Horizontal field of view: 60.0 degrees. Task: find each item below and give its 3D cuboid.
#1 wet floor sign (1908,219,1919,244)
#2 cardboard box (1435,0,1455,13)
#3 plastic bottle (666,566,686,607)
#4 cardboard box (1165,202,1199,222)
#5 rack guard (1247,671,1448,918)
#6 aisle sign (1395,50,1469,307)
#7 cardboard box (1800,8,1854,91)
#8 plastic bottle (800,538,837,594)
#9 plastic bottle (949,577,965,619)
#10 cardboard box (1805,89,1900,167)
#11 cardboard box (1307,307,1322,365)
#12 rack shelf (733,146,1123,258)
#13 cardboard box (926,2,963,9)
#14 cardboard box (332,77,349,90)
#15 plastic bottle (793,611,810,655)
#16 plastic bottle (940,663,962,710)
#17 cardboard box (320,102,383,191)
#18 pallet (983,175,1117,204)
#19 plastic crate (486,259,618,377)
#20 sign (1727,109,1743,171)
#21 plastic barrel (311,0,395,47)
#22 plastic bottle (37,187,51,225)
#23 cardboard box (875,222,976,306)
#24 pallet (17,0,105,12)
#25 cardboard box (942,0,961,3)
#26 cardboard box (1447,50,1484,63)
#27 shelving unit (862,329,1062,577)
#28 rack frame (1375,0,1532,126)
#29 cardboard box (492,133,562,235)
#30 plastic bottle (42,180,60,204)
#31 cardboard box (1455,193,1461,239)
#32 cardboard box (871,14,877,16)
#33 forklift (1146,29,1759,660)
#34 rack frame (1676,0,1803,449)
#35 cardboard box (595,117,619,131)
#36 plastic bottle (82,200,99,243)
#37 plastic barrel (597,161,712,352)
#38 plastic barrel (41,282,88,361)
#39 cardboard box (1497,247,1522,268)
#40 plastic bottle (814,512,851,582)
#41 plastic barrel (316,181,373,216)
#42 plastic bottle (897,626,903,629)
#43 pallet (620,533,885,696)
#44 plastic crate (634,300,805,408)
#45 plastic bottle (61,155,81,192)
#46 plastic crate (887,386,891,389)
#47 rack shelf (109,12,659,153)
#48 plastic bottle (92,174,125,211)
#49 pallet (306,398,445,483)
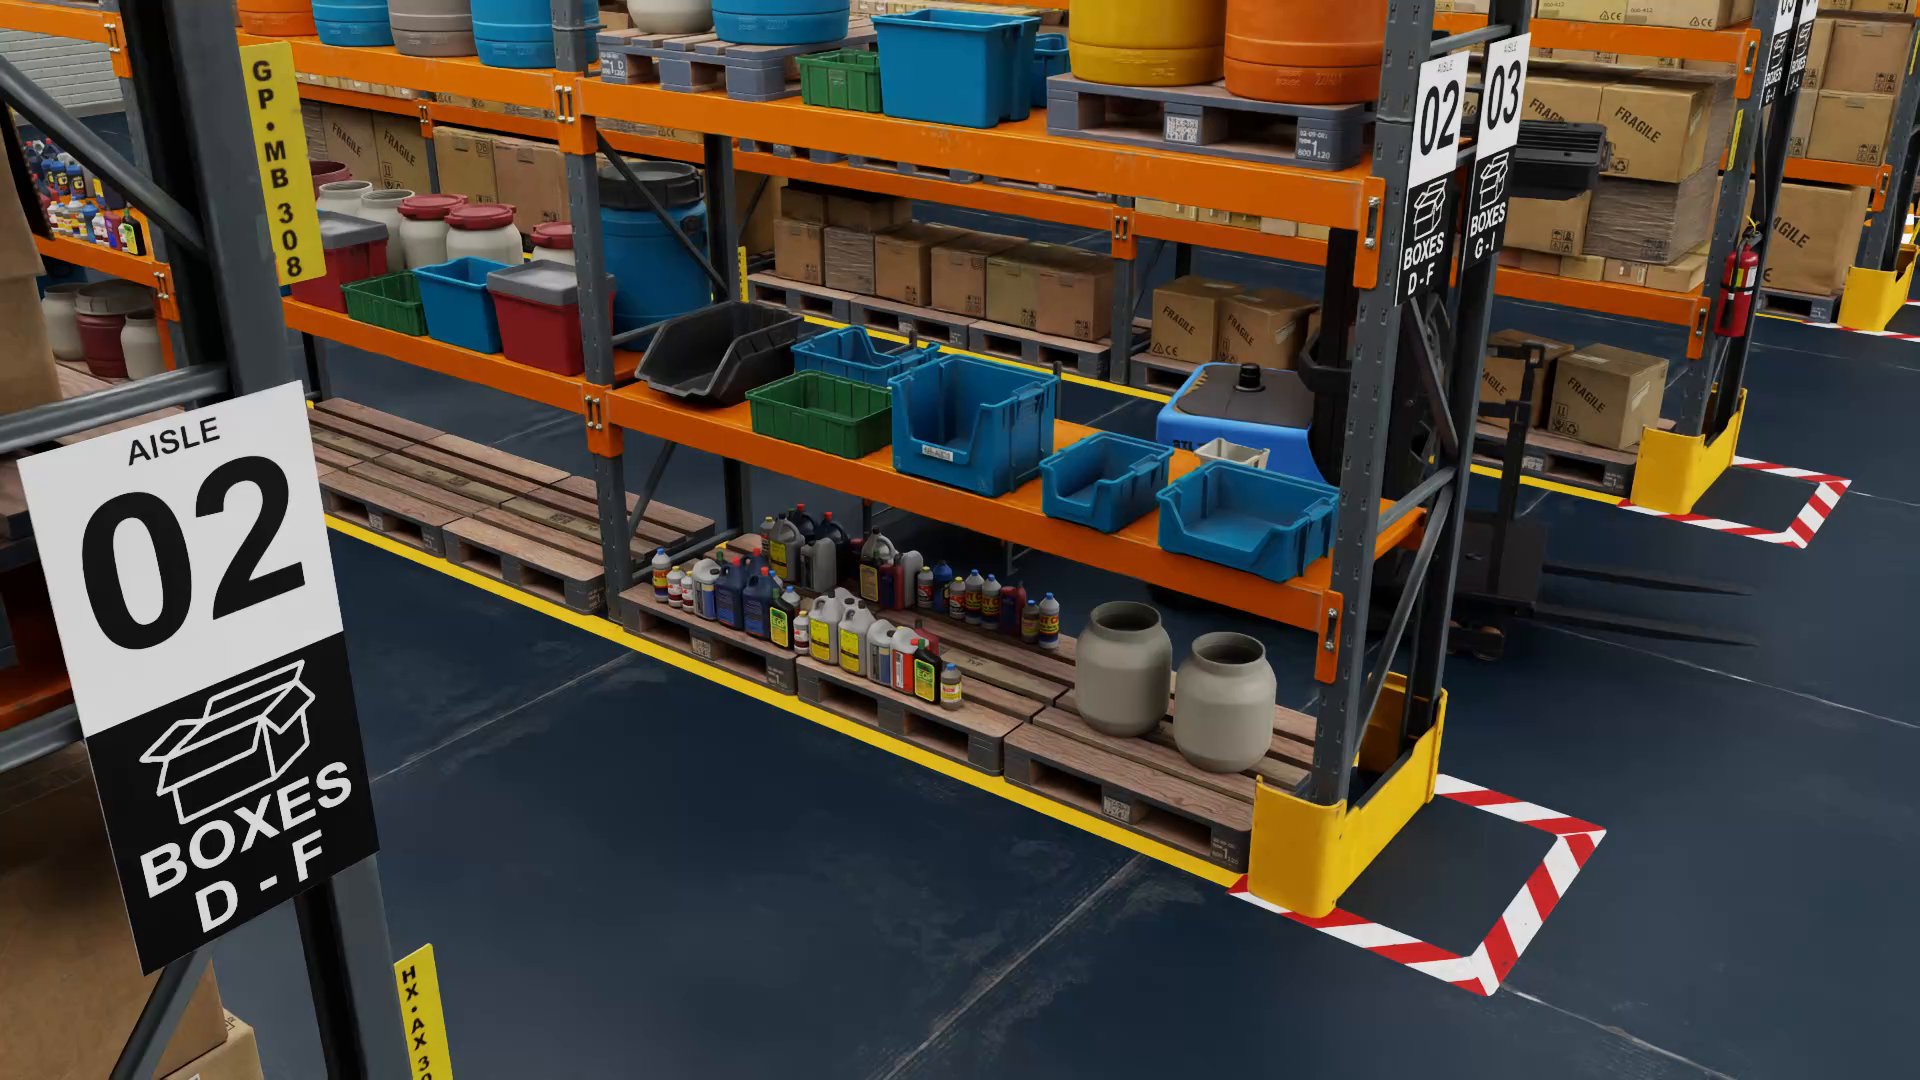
[{"bbox_3d":[8.928,-2.854,15.428,0.232,0.644,0.267,12,26,24],"label":"wet floor sign"},{"bbox_3d":[2.912,-3.429,10.278,0.500,0.250,0.500,16,29,32],"label":"cardboard box"},{"bbox_3d":[-1.436,0.229,8.435,0.097,0.201,0.097,0,24,0],"label":"plastic bottle"},{"bbox_3d":[1.645,-2.363,11.703,0.250,0.149,0.380,17,29,33],"label":"cardboard box"},{"bbox_3d":[1.603,1.015,6.827,0.348,0.500,1.175,17,29,33],"label":"rack guard"},{"bbox_3d":[1.571,-1.202,5.534,0.004,0.787,0.394,17,29,33],"label":"aisle sign"},{"bbox_3d":[6.949,-4.068,13.737,0.550,0.550,0.875,17,29,33],"label":"cardboard box"},{"bbox_3d":[-0.736,0.115,8.601,0.135,0.276,0.152,17,29,33],"label":"plastic bottle"},{"bbox_3d":[-0.006,0.283,8.312,0.097,0.201,0.097,0,24,0],"label":"plastic bottle"},{"bbox_3d":[7.394,-3.444,13.659,0.550,0.550,0.875,17,29,33],"label":"cardboard box"},{"bbox_3d":[2.764,-1.369,11.716,0.500,0.500,0.500,14,27,29],"label":"cardboard box"},{"bbox_3d":[-0.139,-2.846,13.381,4.000,0.370,1.077,17,29,33],"label":"rack shelf"},{"bbox_3d":[-0.166,-5.803,18.253,0.250,0.149,0.380,17,29,33],"label":"cardboard box"},{"bbox_3d":[-6.204,-4.728,17.071,0.250,0.149,0.380,17,29,34],"label":"cardboard box"},{"bbox_3d":[-0.749,0.437,7.963,0.097,0.201,0.097,0,24,0],"label":"plastic bottle"},{"bbox_3d":[-0.041,0.651,7.478,0.097,0.201,0.097,0,24,0],"label":"plastic bottle"},{"bbox_3d":[-6.141,-4.249,17.787,0.875,0.875,0.875,17,29,33],"label":"cardboard box"},{"bbox_3d":[0.937,-2.835,12.702,1.213,0.211,1.003,17,29,33],"label":"pallet"},{"bbox_3d":[-2.080,-1.141,8.540,0.583,0.464,0.402,17,29,33],"label":"plastic crate"},{"bbox_3d":[4.313,-2.224,9.250,0.005,0.325,0.100,17,29,33],"label":"sign"},{"bbox_3d":[-3.093,-3.065,8.643,0.708,0.901,0.600,17,29,33],"label":"plastic barrel"},{"bbox_3d":[-6.204,-2.244,11.267,0.133,0.283,0.061,17,29,33],"label":"plastic bottle"},{"bbox_3d":[-0.282,-2.295,13.794,0.500,0.500,0.700,20,31,38],"label":"cardboard box"},{"bbox_3d":[-5.263,-3.563,10.631,1.213,0.211,1.003,17,29,33],"label":"pallet"},{"bbox_3d":[0.010,-6.075,18.871,0.250,0.149,0.380,18,29,35],"label":"cardboard box"},{"bbox_3d":[3.185,-2.947,10.985,0.500,0.500,0.500,17,29,33],"label":"cardboard box"},{"bbox_3d":[-0.005,-0.516,9.527,1.048,1.125,0.538,17,29,33],"label":"shelving unit"},{"bbox_3d":[1.692,-2.871,5.106,0.127,3.000,1.000,17,29,33],"label":"rack frame"},{"bbox_3d":[-3.701,-3.482,16.046,0.875,0.875,1.225,16,28,32],"label":"cardboard box"},{"bbox_3d":[-6.266,-2.335,11.474,0.133,0.283,0.061,17,29,33],"label":"plastic bottle"},{"bbox_3d":[3.392,-2.265,10.677,0.500,0.500,0.875,17,29,33],"label":"cardboard box"},{"bbox_3d":[-0.792,-5.856,18.742,0.250,0.149,0.380,16,29,32],"label":"cardboard box"},{"bbox_3d":[2.578,-0.979,8.336,3.031,2.935,1.130,9,25,20],"label":"forklift"},{"bbox_3d":[4.662,-1.724,9.942,0.127,3.000,1.000,17,29,33],"label":"rack frame"},{"bbox_3d":[-3.096,-3.991,14.963,0.500,0.500,0.500,16,28,32],"label":"cardboard box"},{"bbox_3d":[-5.711,-2.098,10.952,0.097,0.271,0.097,0,24,0],"label":"plastic bottle"},{"bbox_3d":[-1.637,-1.514,8.844,0.708,0.901,0.600,17,29,33],"label":"plastic barrel"},{"bbox_3d":[-6.521,-1.608,12.244,0.421,0.512,0.421,0,24,0],"label":"plastic barrel"},{"bbox_3d":[3.514,-1.855,10.552,0.250,0.149,0.380,17,29,33],"label":"cardboard box"},{"bbox_3d":[-0.667,0.027,8.709,0.185,0.351,0.144,15,28,31],"label":"plastic bottle"},{"bbox_3d":[-3.759,-1.932,10.276,0.421,0.512,0.421,0,24,0],"label":"plastic barrel"},{"bbox_3d":[-0.277,0.503,7.814,0.097,0.201,0.097,0,24,0],"label":"plastic bottle"},{"bbox_3d":[-0.997,0.359,8.674,1.213,0.211,1.003,17,29,33],"label":"pallet"},{"bbox_3d":[-1.167,-0.897,8.143,0.504,0.338,0.767,17,29,33],"label":"plastic crate"},{"bbox_3d":[-6.598,-2.737,12.396,0.135,0.276,0.152,17,29,33],"label":"plastic bottle"},{"bbox_3d":[-0.058,-0.662,7.858,0.437,0.136,0.530,17,29,33],"label":"plastic crate"},{"bbox_3d":[-3.110,-2.620,9.149,4.000,0.370,1.077,17,29,33],"label":"rack shelf"},{"bbox_3d":[-6.081,-2.540,11.857,0.185,0.351,0.144,17,29,33],"label":"plastic bottle"},{"bbox_3d":[-4.113,-0.585,10.815,1.213,0.211,1.003,17,29,33],"label":"pallet"}]
